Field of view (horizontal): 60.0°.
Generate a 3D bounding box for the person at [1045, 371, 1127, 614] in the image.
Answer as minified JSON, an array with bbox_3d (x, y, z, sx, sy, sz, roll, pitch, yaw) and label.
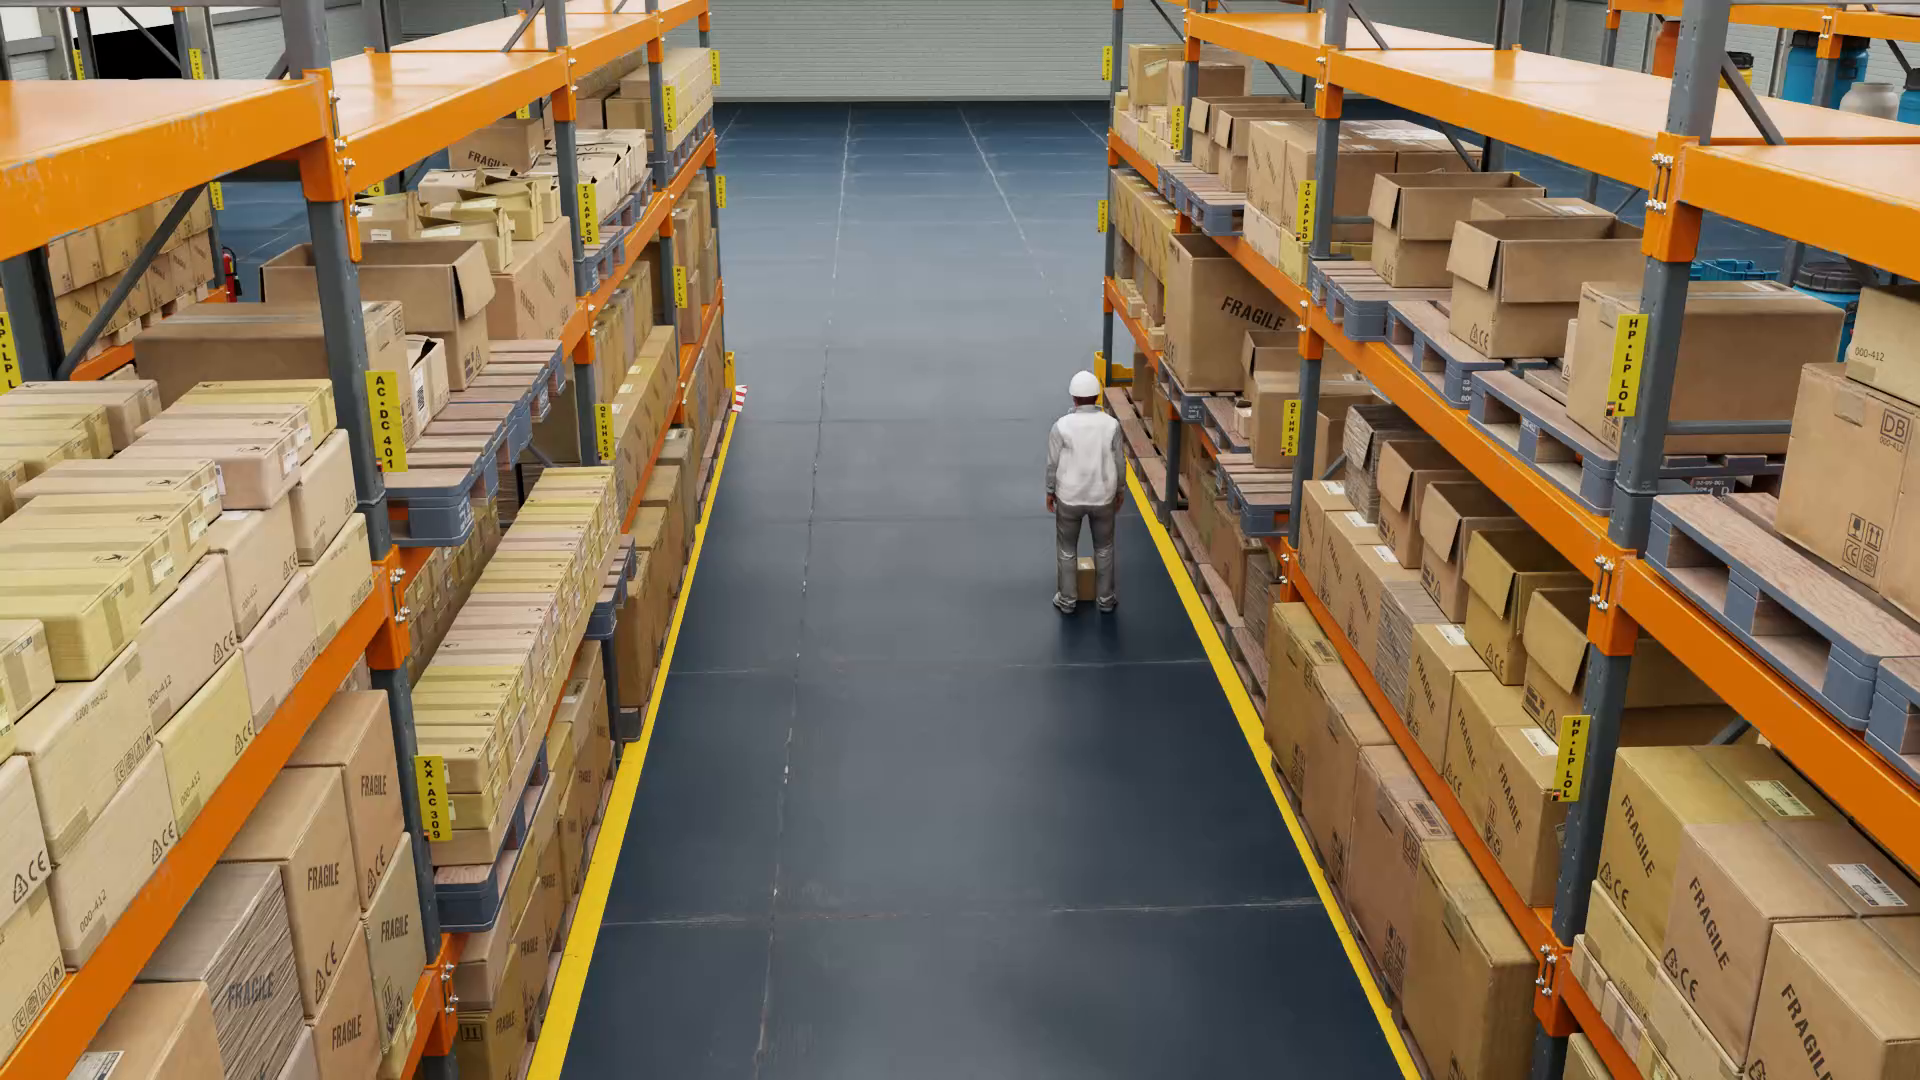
[{"bbox_3d":[0.901,-0.332,11.937,0.581,1.772,0.460,-1,20,-3],"label":"person"}]
